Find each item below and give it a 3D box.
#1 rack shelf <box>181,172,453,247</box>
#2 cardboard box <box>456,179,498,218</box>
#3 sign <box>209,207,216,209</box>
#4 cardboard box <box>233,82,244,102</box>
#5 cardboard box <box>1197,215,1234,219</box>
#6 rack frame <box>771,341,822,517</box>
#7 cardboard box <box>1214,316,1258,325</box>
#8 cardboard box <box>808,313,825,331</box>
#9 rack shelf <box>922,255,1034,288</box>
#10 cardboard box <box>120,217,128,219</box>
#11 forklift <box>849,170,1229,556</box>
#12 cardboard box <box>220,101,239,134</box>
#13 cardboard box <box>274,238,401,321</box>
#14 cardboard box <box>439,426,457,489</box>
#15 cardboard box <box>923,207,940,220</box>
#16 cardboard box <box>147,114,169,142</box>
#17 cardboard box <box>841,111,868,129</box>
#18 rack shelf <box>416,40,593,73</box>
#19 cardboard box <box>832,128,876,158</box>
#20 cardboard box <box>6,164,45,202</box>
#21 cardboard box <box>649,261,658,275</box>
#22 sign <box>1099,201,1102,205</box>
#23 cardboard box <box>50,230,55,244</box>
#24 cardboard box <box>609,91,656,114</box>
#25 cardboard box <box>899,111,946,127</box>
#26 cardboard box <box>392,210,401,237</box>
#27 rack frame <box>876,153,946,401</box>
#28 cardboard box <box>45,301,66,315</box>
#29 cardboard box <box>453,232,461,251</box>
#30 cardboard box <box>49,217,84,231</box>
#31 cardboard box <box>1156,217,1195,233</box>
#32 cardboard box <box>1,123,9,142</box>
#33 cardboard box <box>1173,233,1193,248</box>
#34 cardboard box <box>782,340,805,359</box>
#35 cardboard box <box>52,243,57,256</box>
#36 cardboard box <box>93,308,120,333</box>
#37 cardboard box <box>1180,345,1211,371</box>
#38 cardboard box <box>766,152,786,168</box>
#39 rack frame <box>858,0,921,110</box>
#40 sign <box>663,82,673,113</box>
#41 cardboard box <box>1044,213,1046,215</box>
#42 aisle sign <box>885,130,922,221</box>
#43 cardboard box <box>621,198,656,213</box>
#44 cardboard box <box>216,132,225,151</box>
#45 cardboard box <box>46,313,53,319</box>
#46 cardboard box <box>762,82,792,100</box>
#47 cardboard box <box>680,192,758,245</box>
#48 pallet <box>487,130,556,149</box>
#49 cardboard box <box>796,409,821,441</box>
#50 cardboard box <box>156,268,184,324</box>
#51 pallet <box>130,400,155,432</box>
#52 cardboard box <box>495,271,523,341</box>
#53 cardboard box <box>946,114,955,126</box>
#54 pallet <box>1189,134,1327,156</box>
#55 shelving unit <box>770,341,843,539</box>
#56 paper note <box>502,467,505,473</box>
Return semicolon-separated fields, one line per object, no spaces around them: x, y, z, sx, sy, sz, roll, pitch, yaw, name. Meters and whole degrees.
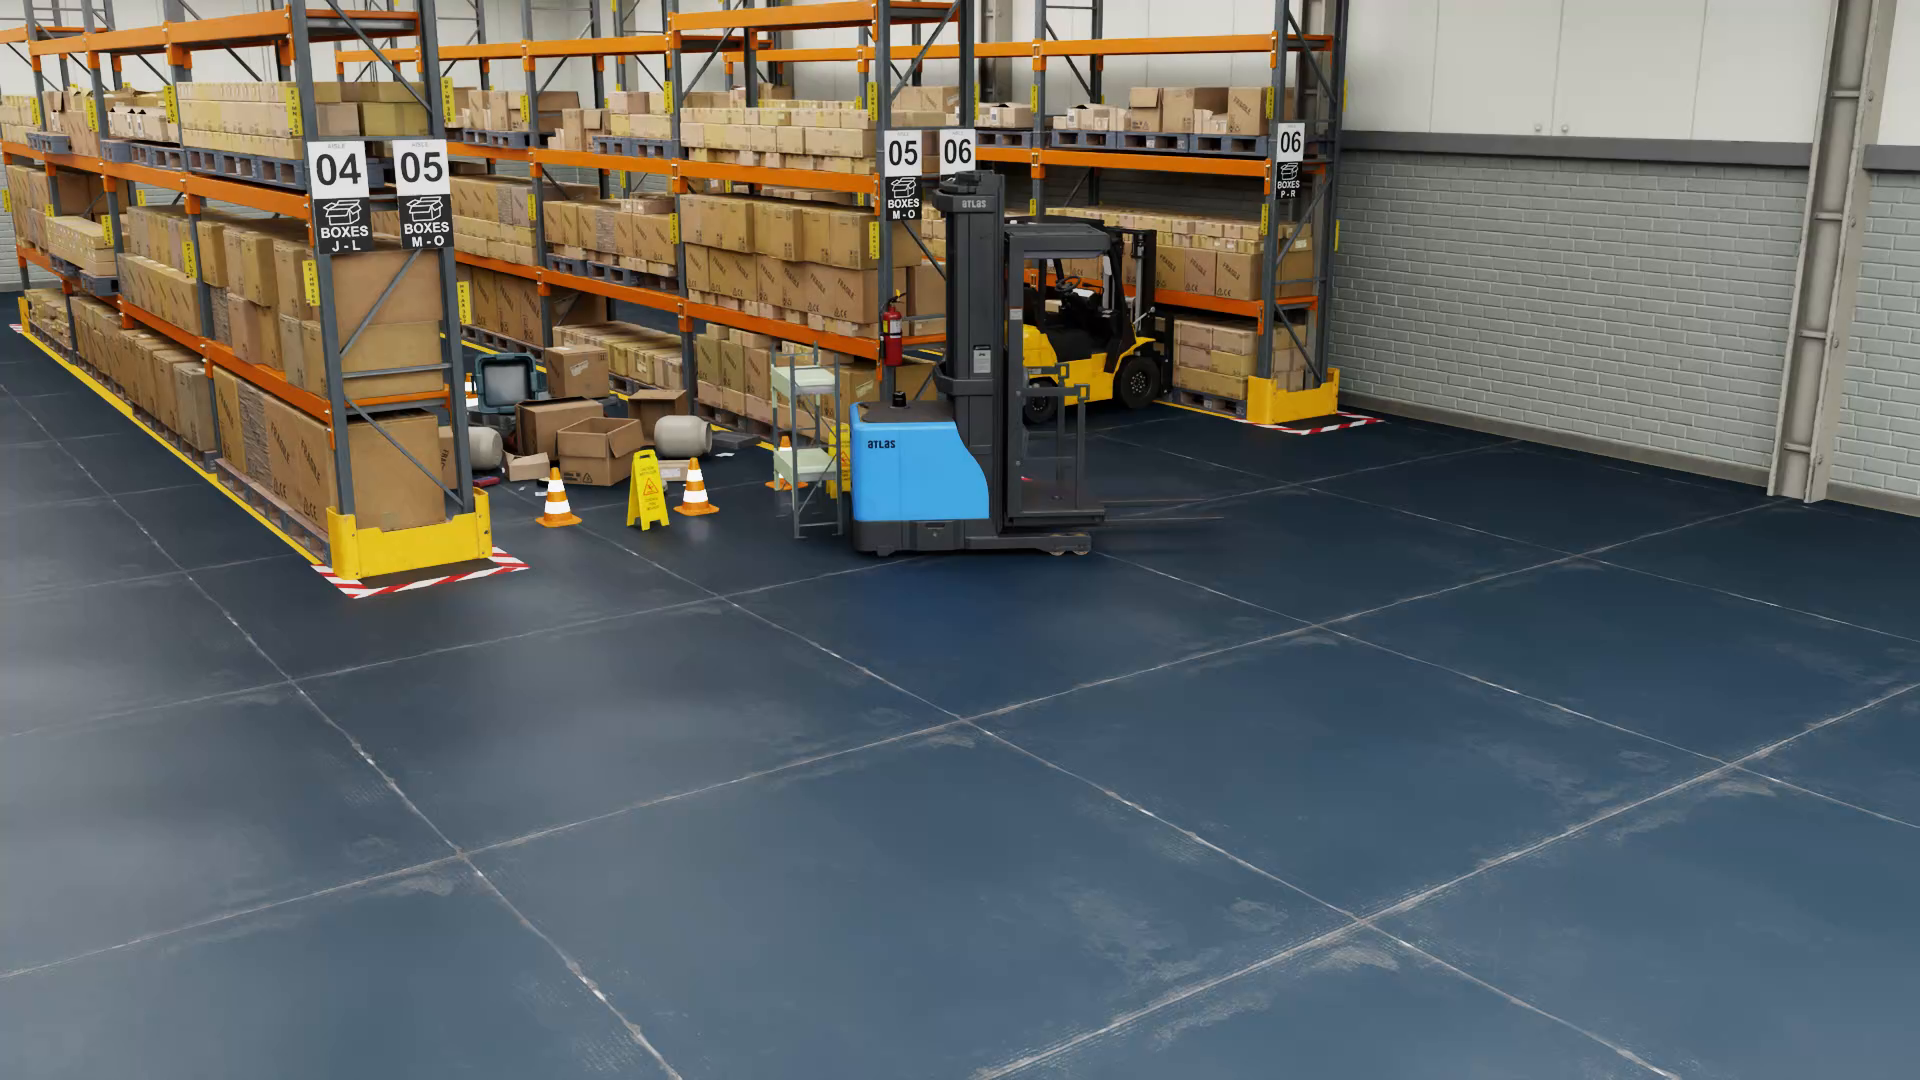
-5.429;-2.798;13.798;1.077;0.370;4.000;-11;19;-35;rack shelf
-6.723;-4.804;23.362;0.500;0.500;0.500;-11;19;-36;cardboard box
-8.510;-3.625;18.945;0.100;0.325;0.005;-11;19;-35;sign
-5.473;-3.523;13.065;0.380;0.149;0.250;-11;19;-35;cardboard box
3.003;-3.736;19.563;0.380;0.149;0.250;-11;19;-36;cardboard box
-1.392;-0.937;14.160;0.400;1.500;0.023;-5;16;-17;rack frame
3.278;-2.429;19.288;0.500;0.250;0.500;-11;19;-34;cardboard box
-1.249;-2.132;16.159;0.380;0.149;0.250;-10;18;-34;cardboard box
0.177;-3.767;23.019;1.077;0.370;4.000;-11;19;-35;rack shelf
-10.606;-4.034;21.186;0.380;0.149;0.250;-12;19;-36;cardboard box
0.627;-1.430;13.247;3.031;2.935;1.130;-1;15;-5;forklift
-5.651;-3.423;13.455;0.500;0.250;0.500;-11;19;-34;cardboard box
-4.838;-2.053;13.065;0.875;0.550;0.550;-11;19;-35;cardboard box
-4.862;-0.749;15.360;0.500;0.500;0.500;-7;17;-25;cardboard box
-0.283;-4.514;22.969;0.380;0.149;0.250;-10;18;-33;cardboard box
-7.509;-3.980;16.053;0.500;0.250;0.500;-11;19;-35;cardboard box
-0.866;-3.859;15.276;0.380;0.149;0.250;-10;18;-34;cardboard box
-6.188;-6.550;22.583;1.077;0.370;4.000;-11;19;-35;rack shelf
-0.827;-3.647;15.256;0.500;0.250;0.500;-11;19;-35;cardboard box
-13.611;-5.225;24.337;0.500;0.500;0.500;-11;19;-35;cardboard box
-3.327;-3.123;18.984;0.380;0.149;0.250;-12;19;-36;cardboard box
1.801;-4.229;21.555;0.100;0.325;0.005;-11;19;-35;sign
-11.295;-3.848;21.070;0.380;0.149;0.250;-11;19;-36;cardboard box
-3.722;-5.052;19.212;0.500;0.250;0.500;-10;18;-34;cardboard box
-0.352;-3.879;15.350;0.380;0.149;0.250;-11;19;-35;cardboard box
-8.458;-4.945;25.773;0.500;0.500;0.500;-11;19;-35;cardboard box
-0.308;-2.061;15.425;1.000;3.000;0.127;-11;19;-35;rack frame
-12.555;-3.251;23.249;0.380;0.149;0.250;-12;19;-36;cardboard box
-7.013;-4.306;23.911;0.500;0.250;0.500;-11;19;-36;cardboard box
-11.280;-3.988;21.018;0.380;0.149;0.250;-10;18;-33;cardboard box
2.492;-3.638;19.204;0.380;0.149;0.250;-10;18;-33;cardboard box
-13.603;-5.927;24.150;0.500;0.250;0.500;-10;18;-33;cardboard box
2.665;-3.443;19.057;0.380;0.149;0.250;-12;19;-36;cardboard box
-1.559;-1.921;16.678;0.380;0.149;0.250;-10;18;-32;cardboard box
-11.281;-3.701;21.098;0.380;0.149;0.250;-11;18;-34;cardboard box
-10.163;-2.661;20.134;0.500;0.250;0.500;-10;18;-33;cardboard box
2.879;-2.114;19.084;0.500;0.250;0.500;-11;19;-35;cardboard box
-1.683;-3.741;16.355;0.380;0.149;0.250;-11;19;-35;cardboard box
-0.999;-7.434;23.692;1.000;3.000;0.127;-11;19;-35;rack frame
-3.107;-4.715;17.712;0.100;0.325;0.005;-11;19;-35;sign
1.204;-4.221;21.900;0.380;0.149;0.250;-12;19;-36;cardboard box
-0.506;-3.257;14.869;0.394;0.787;0.004;-11;19;-35;aisle sign
-3.710;-3.886;19.315;0.380;0.149;0.250;-12;19;-37;cardboard box
-5.915;-3.300;13.759;0.380;0.149;0.250;-11;19;-34;cardboard box
-12.933;-3.288;23.948;0.380;0.149;0.250;-12;19;-37;cardboard box
-2.933;-7.209;26.692;0.396;0.266;0.258;-11;19;-35;cardboard box
-2.577;-3.462;17.895;0.700;0.500;0.500;-11;19;-35;cardboard box
-5.434;-5.254;21.768;1.213;0.211;1.003;-10;18;-32;pallet
-1.299;-1.180;16.619;0.500;0.250;0.500;-11;19;-34;cardboard box
-7.722;-2.459;16.690;0.500;0.500;0.500;-11;19;-34;cardboard box
-8.554;-1.455;18.491;1.003;0.211;1.213;-11;19;-35;pallet
-5.872;-3.299;23.176;0.875;0.875;0.875;-11;19;-34;cardboard box
0.007;-5.615;22.220;0.380;0.149;0.250;-11;19;-35;cardboard box
3.310;-4.392;18.425;1.003;0.211;1.213;-11;19;-35;pallet
-1.277;-0.846;13.825;0.431;1.500;0.755;-5;16;-17;shelving unit
-4.326;-0.684;16.031;0.172;0.023;0.155;-4;16;-15;paper note
